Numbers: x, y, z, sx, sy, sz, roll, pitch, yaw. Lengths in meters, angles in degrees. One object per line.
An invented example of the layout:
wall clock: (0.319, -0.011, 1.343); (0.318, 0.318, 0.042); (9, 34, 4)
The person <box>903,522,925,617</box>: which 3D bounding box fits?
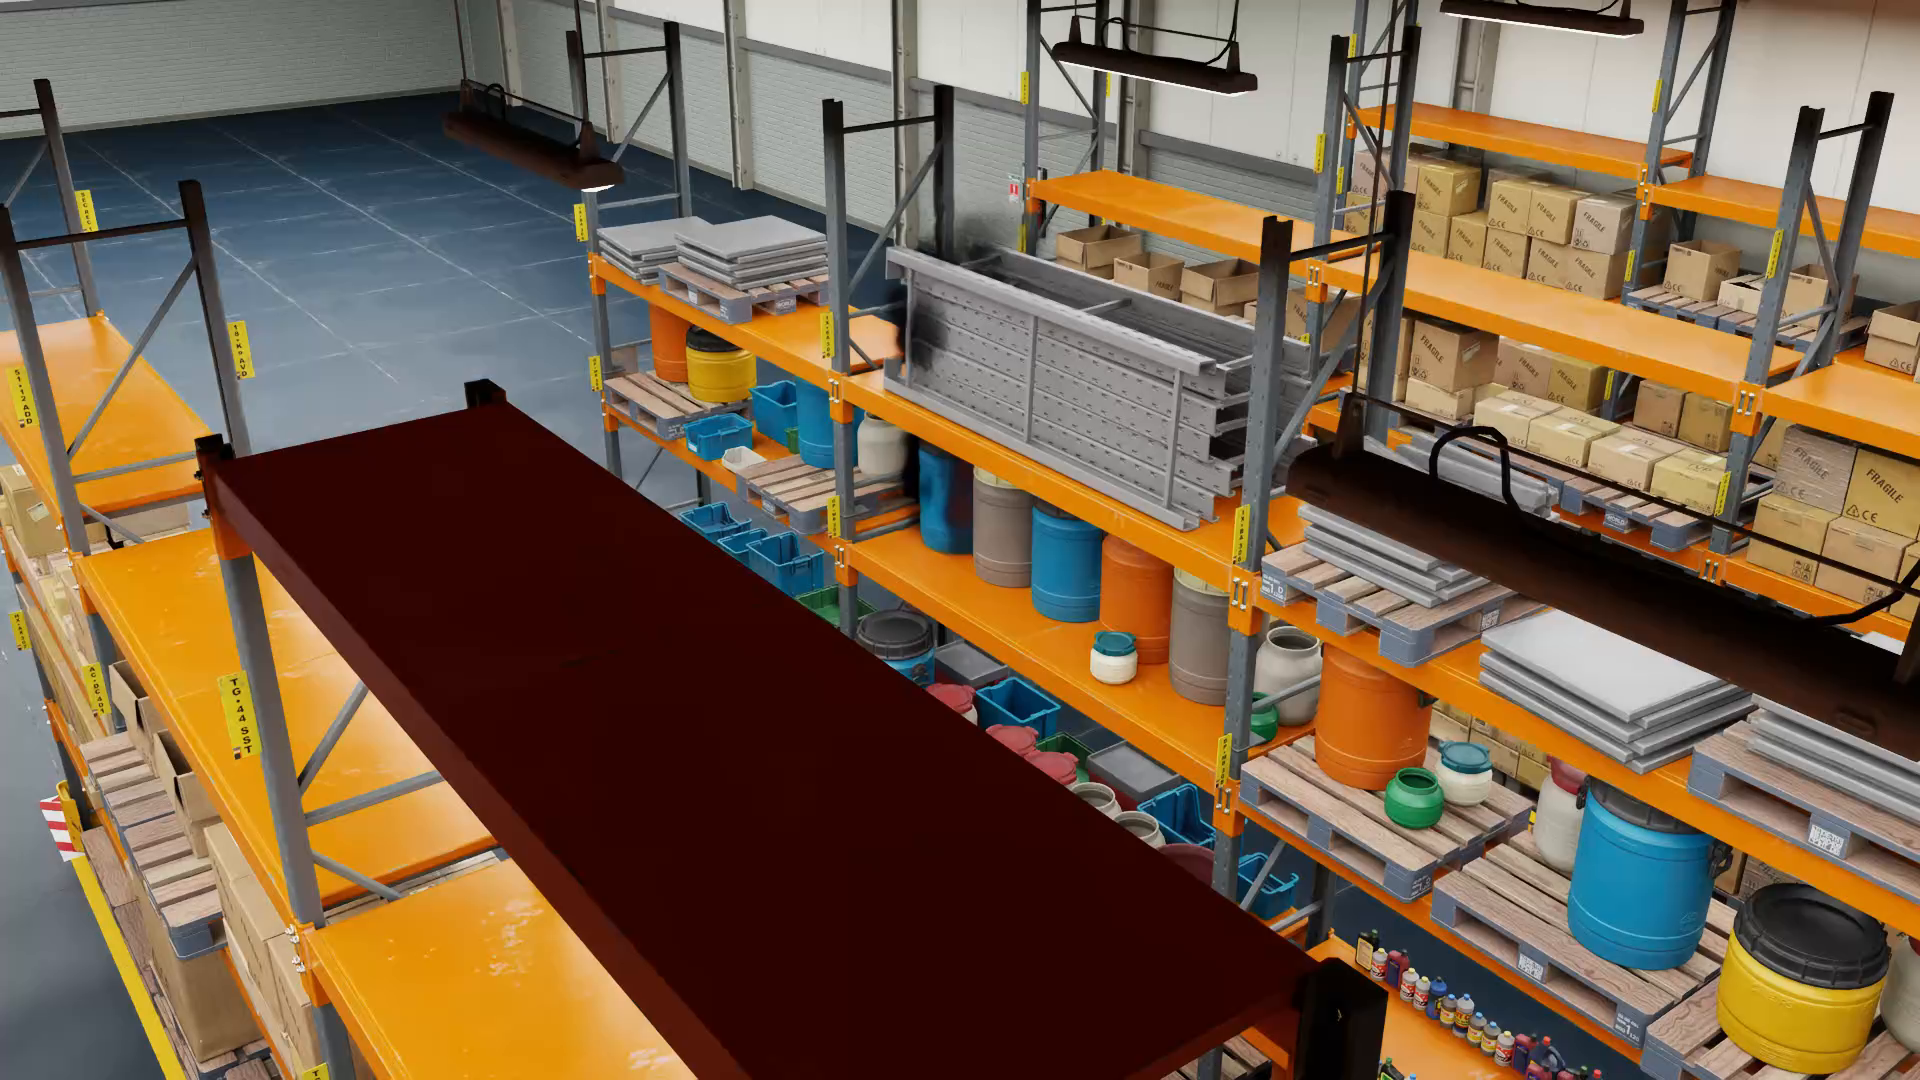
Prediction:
person: (-0.318, 0.273, 15.772); (0.565, 1.635, 0.581); (17, 30, 33)
